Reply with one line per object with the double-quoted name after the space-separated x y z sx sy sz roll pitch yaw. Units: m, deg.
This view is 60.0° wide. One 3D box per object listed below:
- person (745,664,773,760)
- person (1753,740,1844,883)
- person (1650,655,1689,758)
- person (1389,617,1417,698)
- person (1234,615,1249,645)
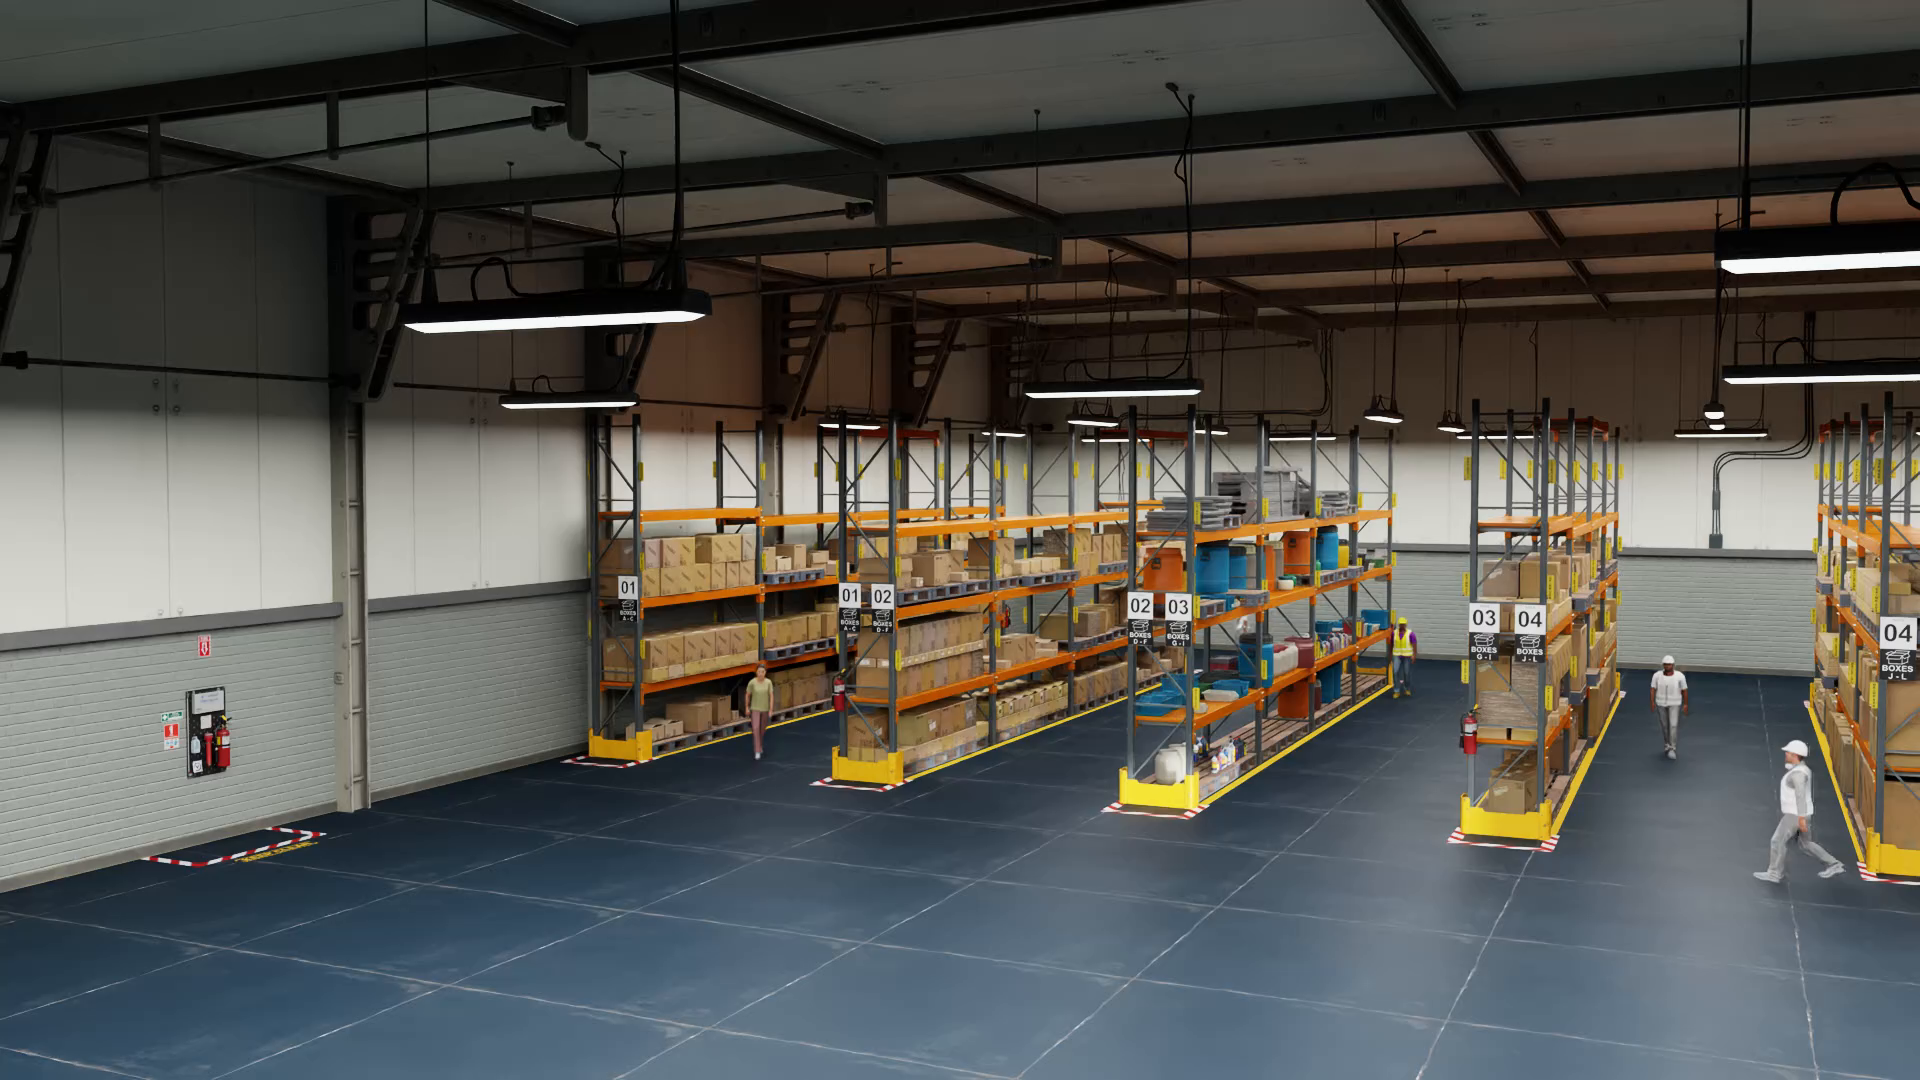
-3.488 2.968 29.031 0.491 1.618 0.970 -1 3 -26 "person"
10.171 3.299 20.138 0.999 1.738 0.543 1 3 24 "person"
12.469 2.906 29.311 0.600 1.733 0.888 2 3 39 "person"
9.832 2.611 36.955 0.638 1.796 0.658 1 3 27 "person"
7.436 2.355 43.585 0.608 1.674 0.456 -1 2 -16 "person"
